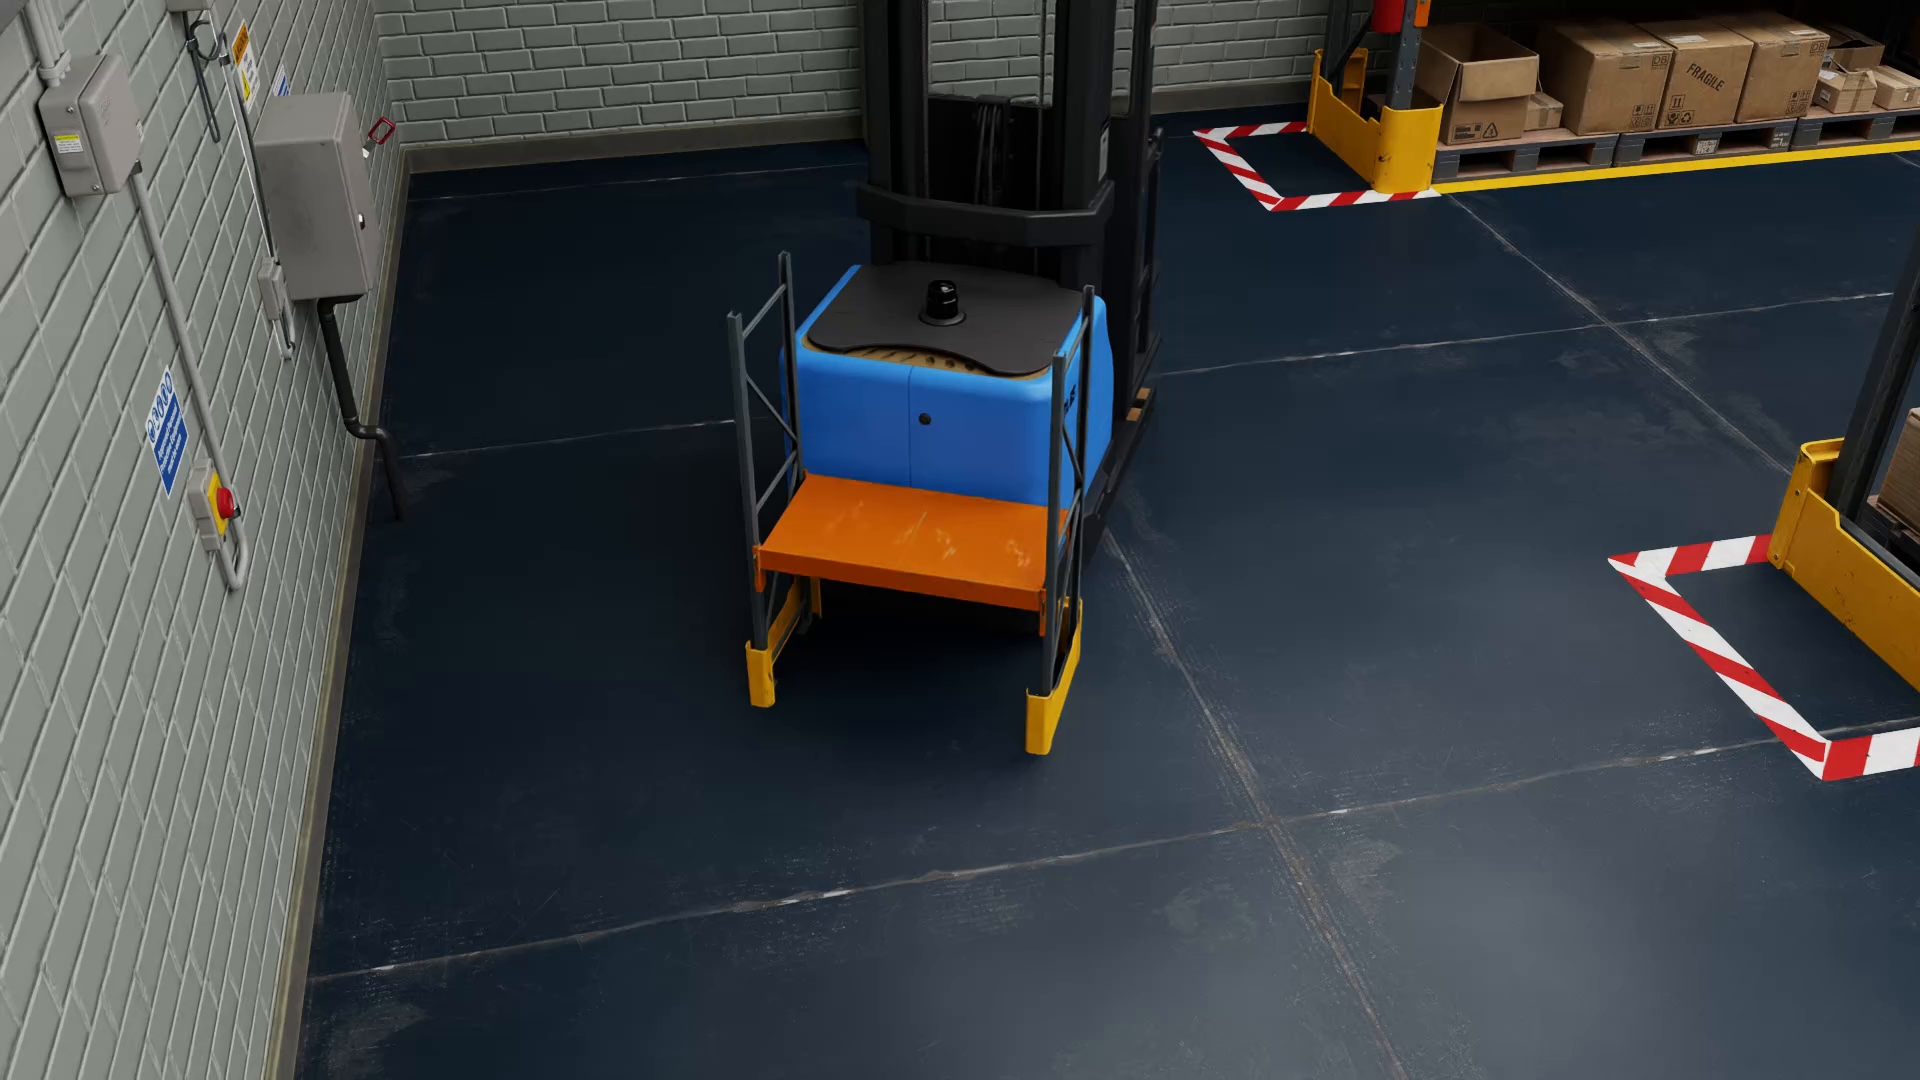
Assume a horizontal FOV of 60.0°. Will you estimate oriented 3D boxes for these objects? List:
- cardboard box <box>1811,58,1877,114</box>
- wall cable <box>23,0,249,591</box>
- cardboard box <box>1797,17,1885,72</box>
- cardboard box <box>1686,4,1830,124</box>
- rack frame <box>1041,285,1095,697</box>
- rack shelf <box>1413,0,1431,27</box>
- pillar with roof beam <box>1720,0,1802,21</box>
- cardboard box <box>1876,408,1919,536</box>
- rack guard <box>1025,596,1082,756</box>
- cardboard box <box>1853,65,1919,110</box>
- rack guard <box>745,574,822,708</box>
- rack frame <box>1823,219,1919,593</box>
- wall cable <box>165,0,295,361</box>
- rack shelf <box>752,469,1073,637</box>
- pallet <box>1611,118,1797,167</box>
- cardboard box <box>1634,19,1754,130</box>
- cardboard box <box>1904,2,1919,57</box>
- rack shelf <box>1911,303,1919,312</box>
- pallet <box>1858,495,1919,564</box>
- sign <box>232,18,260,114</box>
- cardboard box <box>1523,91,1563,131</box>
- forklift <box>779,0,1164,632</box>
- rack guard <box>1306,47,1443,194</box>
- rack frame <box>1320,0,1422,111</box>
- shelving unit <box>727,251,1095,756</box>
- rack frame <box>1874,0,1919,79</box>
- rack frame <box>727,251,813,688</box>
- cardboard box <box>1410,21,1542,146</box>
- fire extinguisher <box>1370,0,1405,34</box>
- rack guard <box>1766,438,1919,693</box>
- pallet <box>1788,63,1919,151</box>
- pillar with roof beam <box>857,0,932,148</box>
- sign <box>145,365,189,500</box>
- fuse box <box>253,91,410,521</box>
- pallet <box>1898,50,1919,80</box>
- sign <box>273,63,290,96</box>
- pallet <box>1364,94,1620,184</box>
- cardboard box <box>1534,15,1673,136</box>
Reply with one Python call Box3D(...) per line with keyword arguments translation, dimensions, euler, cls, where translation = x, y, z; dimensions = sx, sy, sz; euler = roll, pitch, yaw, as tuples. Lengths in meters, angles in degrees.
Box3D(translation=(5.505, -2.860, 10.397), dimensions=(0.258, 0.266, 0.396), euler=(-6, 34, -9), cls="cardboard box")
Box3D(translation=(-1.965, -0.633, 4.062), dimensions=(0.123, 1.953, 0.585), euler=(-7, 35, -11), cls="wall cable")
Box3D(translation=(5.635, -3.199, 10.861), dimensions=(0.500, 0.311, 0.500), euler=(-6, 34, -9), cls="cardboard box")
Box3D(translation=(4.903, -2.973, 10.355), dimensions=(0.500, 0.500, 0.700), euler=(-8, 35, -12), cls="cardboard box")
Box3D(translation=(0.349, -0.047, 5.475), dimensions=(0.032, 1.500, 0.500), euler=(8, 35, 12), cls="rack frame")
Box3D(translation=(4.381, -3.549, 9.992), dimensions=(4.000, 0.370, 1.077), euler=(-7, 35, -11), cls="rack shelf")
Box3D(translation=(6.404, -4.649, 5.602), dimensions=(0.400, 9.000, 9.100), euler=(-7, 35, -11), cls="pillar with roof beam")
Box3D(translation=(4.151, -0.150, 6.205), dimensions=(0.875, 0.438, 0.875), euler=(-8, 35, -12), cls="cardboard box")
Box3D(translation=(0.330, 0.469, 5.827), dimensions=(0.087, 0.250, 0.587), euler=(8, 35, 12), cls="rack guard")
Box3D(translation=(5.853, -2.856, 10.495), dimensions=(0.250, 0.149, 0.380), euler=(-8, 35, -12), cls="cardboard box")
Box3D(translation=(-0.633, 0.329, 6.036), dimensions=(0.087, 0.250, 0.587), euler=(8, 35, 12), cls="rack guard")
Box3D(translation=(3.529, -0.904, 5.406), dimensions=(0.127, 3.000, 1.000), euler=(-7, 35, -11), cls="rack frame")
Box3D(translation=(-2.290, -1.390, 5.217), dimensions=(0.122, 1.984, 0.588), euler=(-7, 35, -11), cls="wall cable")
Box3D(translation=(-0.143, 0.030, 5.682), dimensions=(1.000, 0.185, 0.538), euler=(8, 35, 12), cls="rack shelf")
Box3D(translation=(4.470, -2.700, 10.584), dimensions=(1.213, 0.211, 1.003), euler=(-7, 35, -11), cls="pallet")
Box3D(translation=(4.428, -2.856, 10.181), dimensions=(0.500, 0.500, 0.500), euler=(-7, 34, -10), cls="cardboard box")
Box3D(translation=(6.746, -3.451, 11.067), dimensions=(0.500, 0.500, 0.500), euler=(-7, 35, -11), cls="cardboard box")
Box3D(translation=(5.480, -0.852, 5.973), dimensions=(4.000, 0.370, 1.077), euler=(-7, 35, -11), cls="rack shelf")
Box3D(translation=(4.292, 0.113, 6.393), dimensions=(1.213, 0.211, 1.003), euler=(-7, 35, -11), cls="pallet")
Box3D(translation=(-2.476, -1.646, 5.769), dimensions=(0.001, 0.242, 0.339), euler=(-7, 35, -11), cls="sign")
Box3D(translation=(3.471, -2.647, 10.184), dimensions=(0.250, 0.149, 0.380), euler=(-9, 35, -12), cls="cardboard box")
Box3D(translation=(0.260, -1.696, 6.646), dimensions=(1.130, 2.935, 3.031), euler=(10, 35, 14), cls="forklift")
Box3D(translation=(2.505, -2.573, 10.136), dimensions=(0.348, 0.500, 1.175), euler=(-7, 35, -11), cls="rack guard")
Box3D(translation=(2.431, -3.602, 9.425), dimensions=(0.127, 3.000, 1.000), euler=(-7, 35, -11), cls="rack frame")
Box3D(translation=(-0.152, -0.120, 5.583), dimensions=(1.083, 1.500, 0.587), euler=(8, 35, 12), cls="shelving unit")
Box3D(translation=(6.332, -4.093, 10.158), dimensions=(0.127, 3.000, 1.000), euler=(-7, 35, -11), cls="rack frame")
Box3D(translation=(-0.635, -0.190, 5.688), dimensions=(0.032, 1.500, 0.500), euler=(8, 35, 12), cls="rack frame")
Box3D(translation=(3.048, -2.763, 10.039), dimensions=(0.637, 0.503, 0.797), euler=(-9, 35, -12), cls="cardboard box")
Box3D(translation=(2.389, -3.145, 9.149), dimensions=(0.183, 0.674, 0.296), euler=(-7, 35, -11), cls="fire extinguisher")
Box3D(translation=(3.506, 0.136, 6.098), dimensions=(0.348, 0.500, 1.175), euler=(-7, 35, -11), cls="rack guard")
Box3D(translation=(5.662, -2.852, 10.810), dimensions=(1.213, 0.211, 1.003), euler=(-7, 35, -11), cls="pallet")
Box3D(translation=(0.552, -3.911, 4.503), dimensions=(0.400, 9.000, 9.100), euler=(-7, 35, -11), cls="pillar with roof beam")
Box3D(translation=(-2.014, -0.277, 4.228), dimensions=(0.001, 0.218, 0.327), euler=(-7, 35, -11), cls="sign")
Box3D(translation=(-2.287, -0.823, 6.441), dimensions=(0.414, 1.711, 0.539), euler=(-7, 35, -11), cls="fuse box")
Box3D(translation=(7.117, -3.056, 11.115), dimensions=(1.213, 0.211, 1.003), euler=(-7, 35, -11), cls="pallet")
Box3D(translation=(-2.598, -1.562, 6.471), dimensions=(0.001, 0.494, 0.329), euler=(-7, 35, -11), cls="sign")
Box3D(translation=(3.282, -2.552, 10.363), dimensions=(1.213, 0.211, 1.003), euler=(-7, 35, -11), cls="pallet")
Box3D(translation=(3.890, -2.846, 10.165), dimensions=(0.500, 0.500, 0.700), euler=(-6, 34, -9), cls="cardboard box")
